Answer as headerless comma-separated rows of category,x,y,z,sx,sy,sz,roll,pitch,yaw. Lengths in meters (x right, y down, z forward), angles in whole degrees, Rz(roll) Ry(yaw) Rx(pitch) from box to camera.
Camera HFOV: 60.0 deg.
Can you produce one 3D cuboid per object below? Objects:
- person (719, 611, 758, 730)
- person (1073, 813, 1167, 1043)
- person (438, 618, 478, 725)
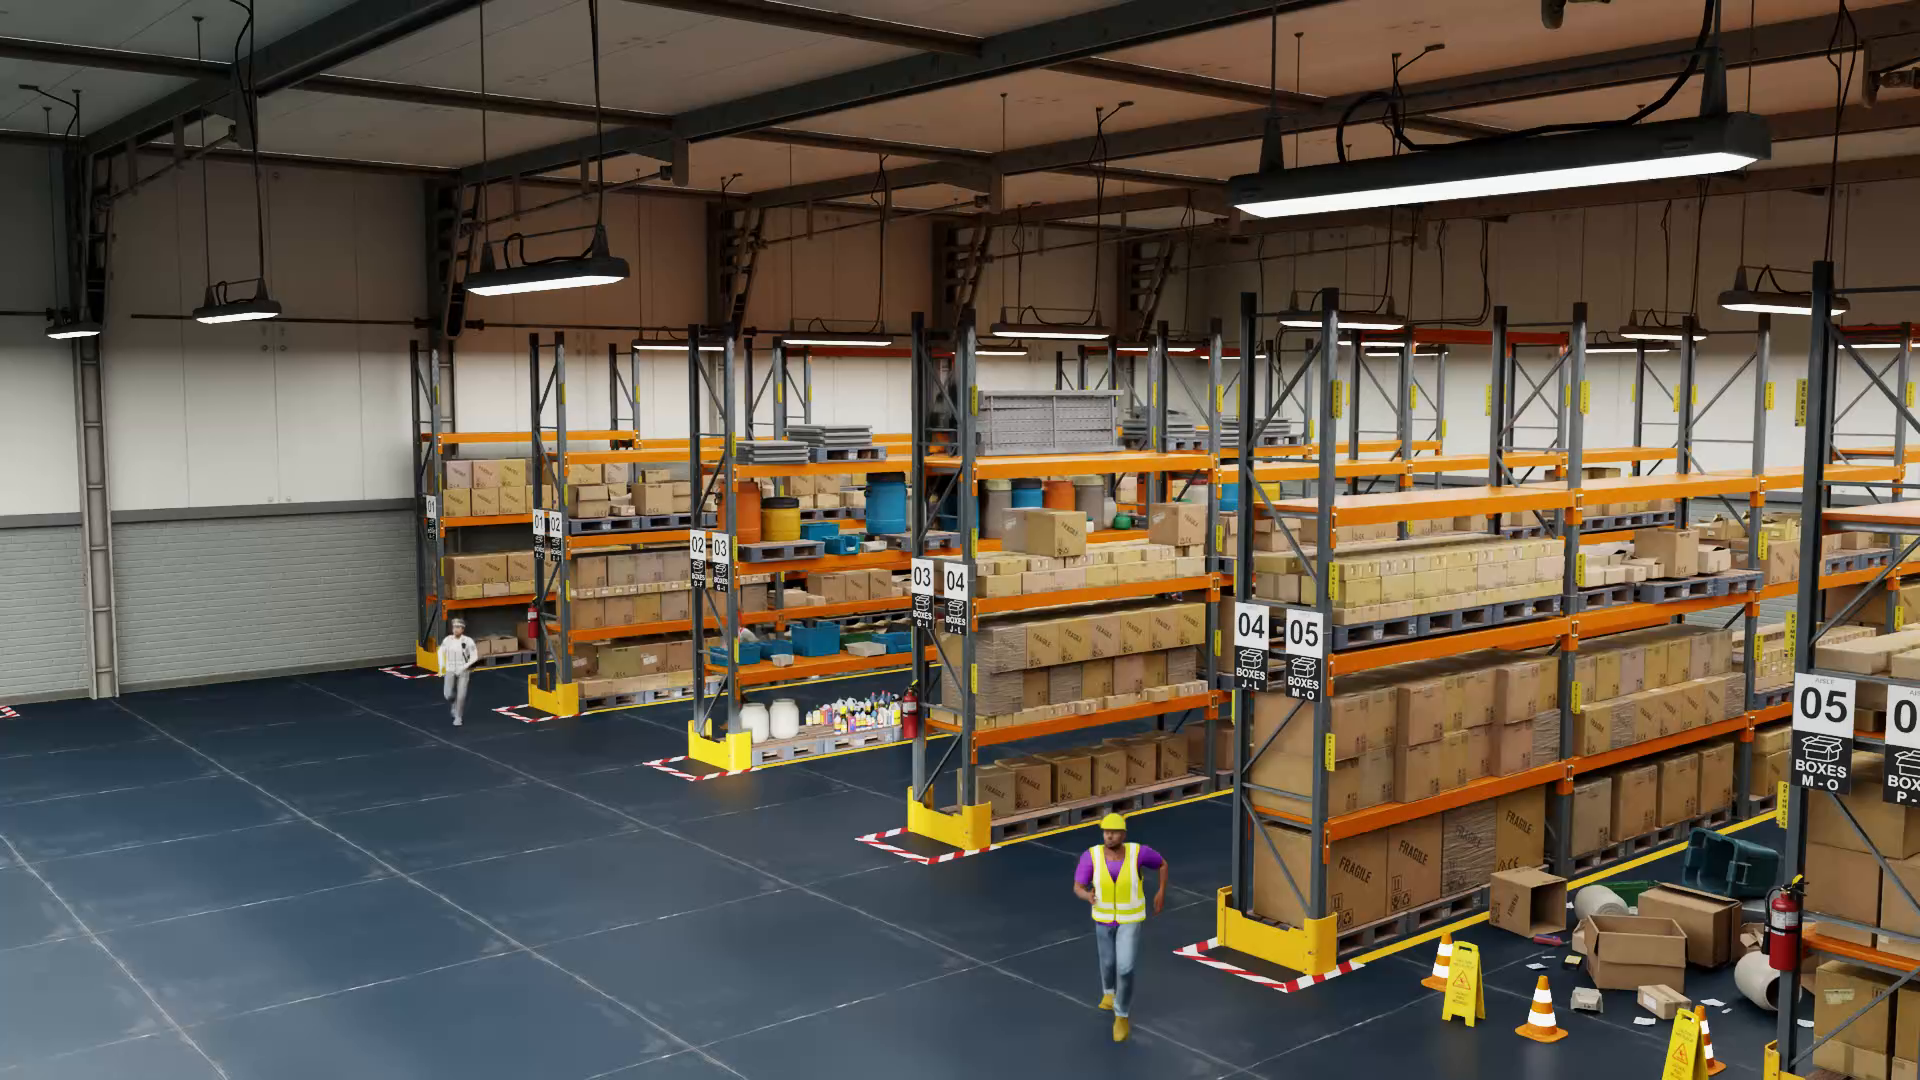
person,-3.373,1.942,25.269,0.686,1.792,0.839,4,7,37
person,1.276,3.059,13.321,0.709,1.800,0.889,2,6,16
person,-7.674,2.006,25.397,0.636,1.652,0.511,0,5,-3
